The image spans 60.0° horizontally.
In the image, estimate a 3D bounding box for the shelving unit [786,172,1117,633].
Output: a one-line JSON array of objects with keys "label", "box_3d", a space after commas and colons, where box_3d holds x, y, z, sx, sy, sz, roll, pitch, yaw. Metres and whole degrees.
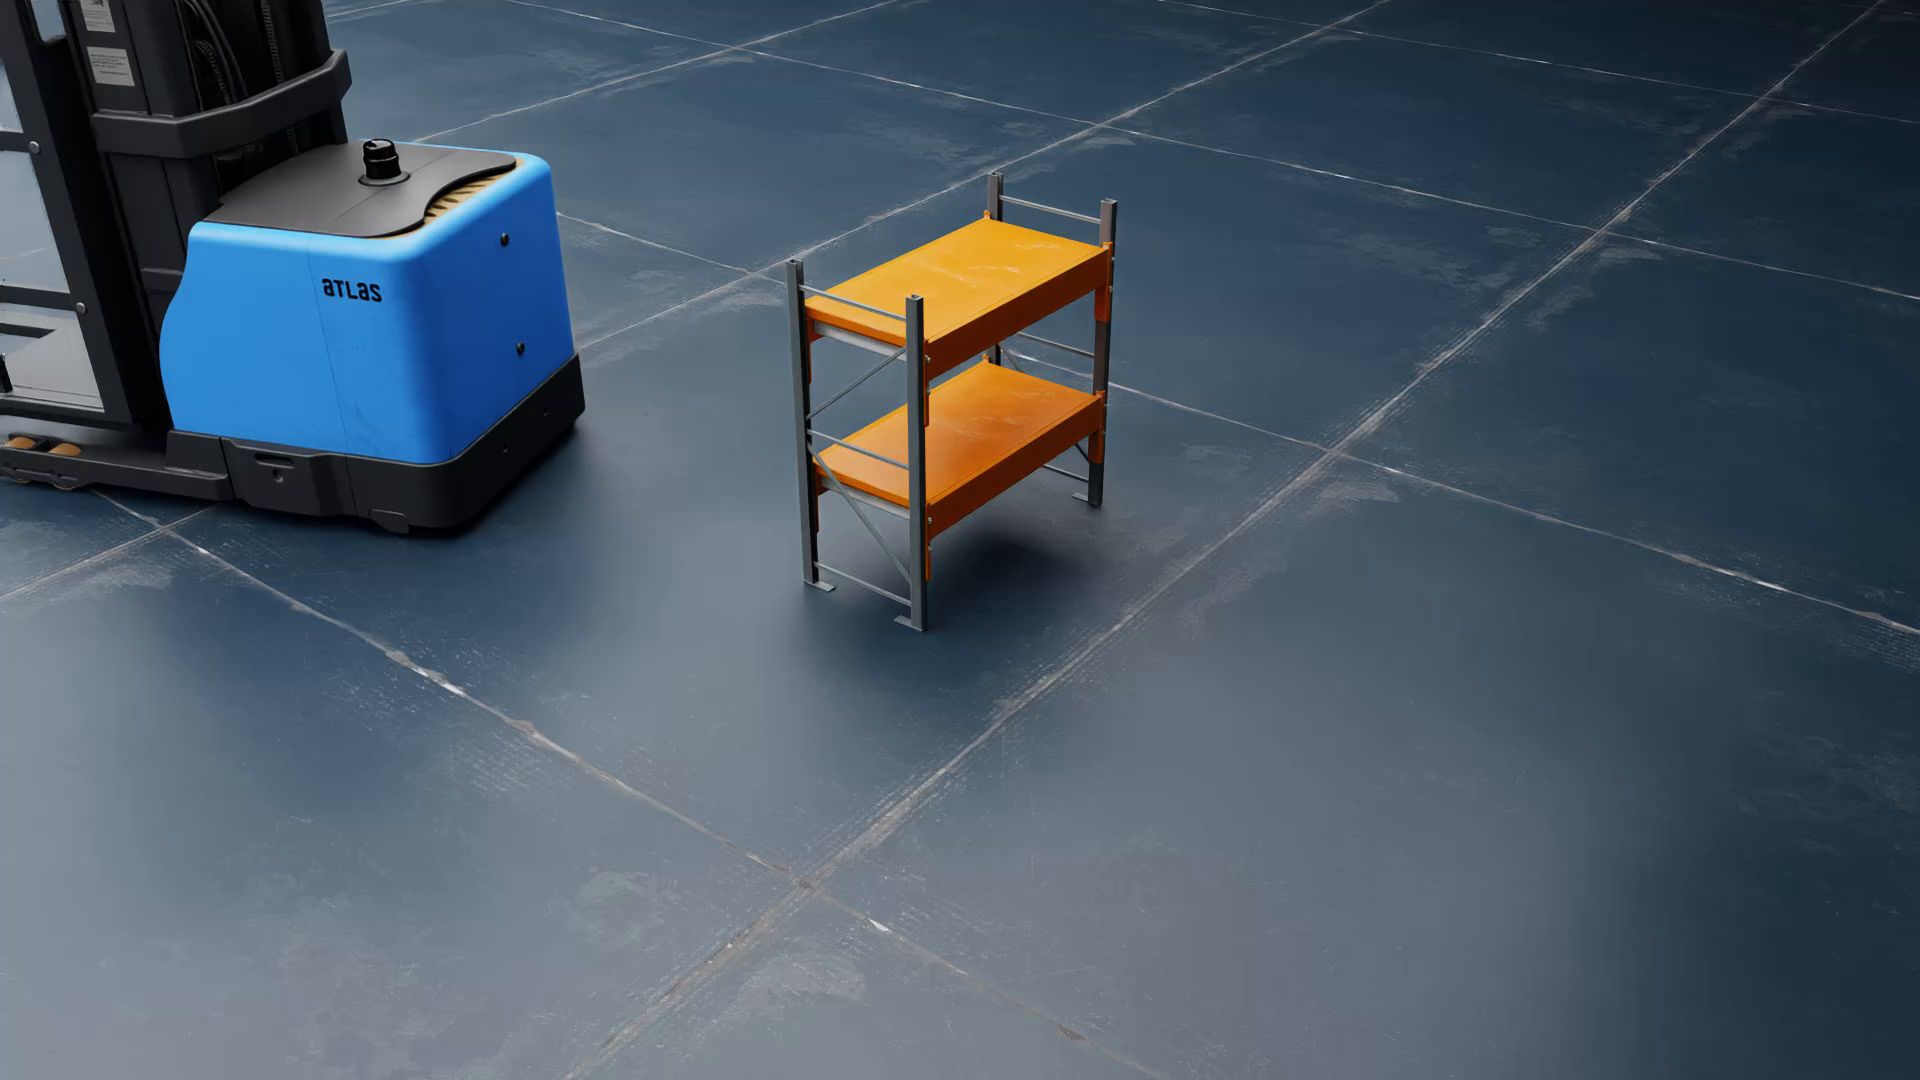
[{"label": "shelving unit", "box_3d": [-0.004, -0.481, 5.459, 0.538, 1.125, 1.048, 21, 37, 31]}]

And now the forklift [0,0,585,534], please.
[{"label": "forklift", "box_3d": [-3.032, -1.691, 5.728, 3.031, 2.935, 1.130, 8, 32, 13]}]

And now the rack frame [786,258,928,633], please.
[{"label": "rack frame", "box_3d": [-0.311, -0.275, 5.110, 0.500, 1.125, 0.032, 21, 37, 31]}]

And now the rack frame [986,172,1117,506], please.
[{"label": "rack frame", "box_3d": [0.303, -0.688, 5.807, 0.500, 1.125, 0.032, 21, 37, 31]}]

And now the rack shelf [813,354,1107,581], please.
[{"label": "rack shelf", "box_3d": [-0.004, -0.271, 5.583, 0.538, 0.278, 1.000, 21, 37, 31]}]

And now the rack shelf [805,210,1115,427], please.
[{"label": "rack shelf", "box_3d": [-0.004, -0.733, 5.309, 0.538, 0.278, 1.000, 21, 37, 31]}]
